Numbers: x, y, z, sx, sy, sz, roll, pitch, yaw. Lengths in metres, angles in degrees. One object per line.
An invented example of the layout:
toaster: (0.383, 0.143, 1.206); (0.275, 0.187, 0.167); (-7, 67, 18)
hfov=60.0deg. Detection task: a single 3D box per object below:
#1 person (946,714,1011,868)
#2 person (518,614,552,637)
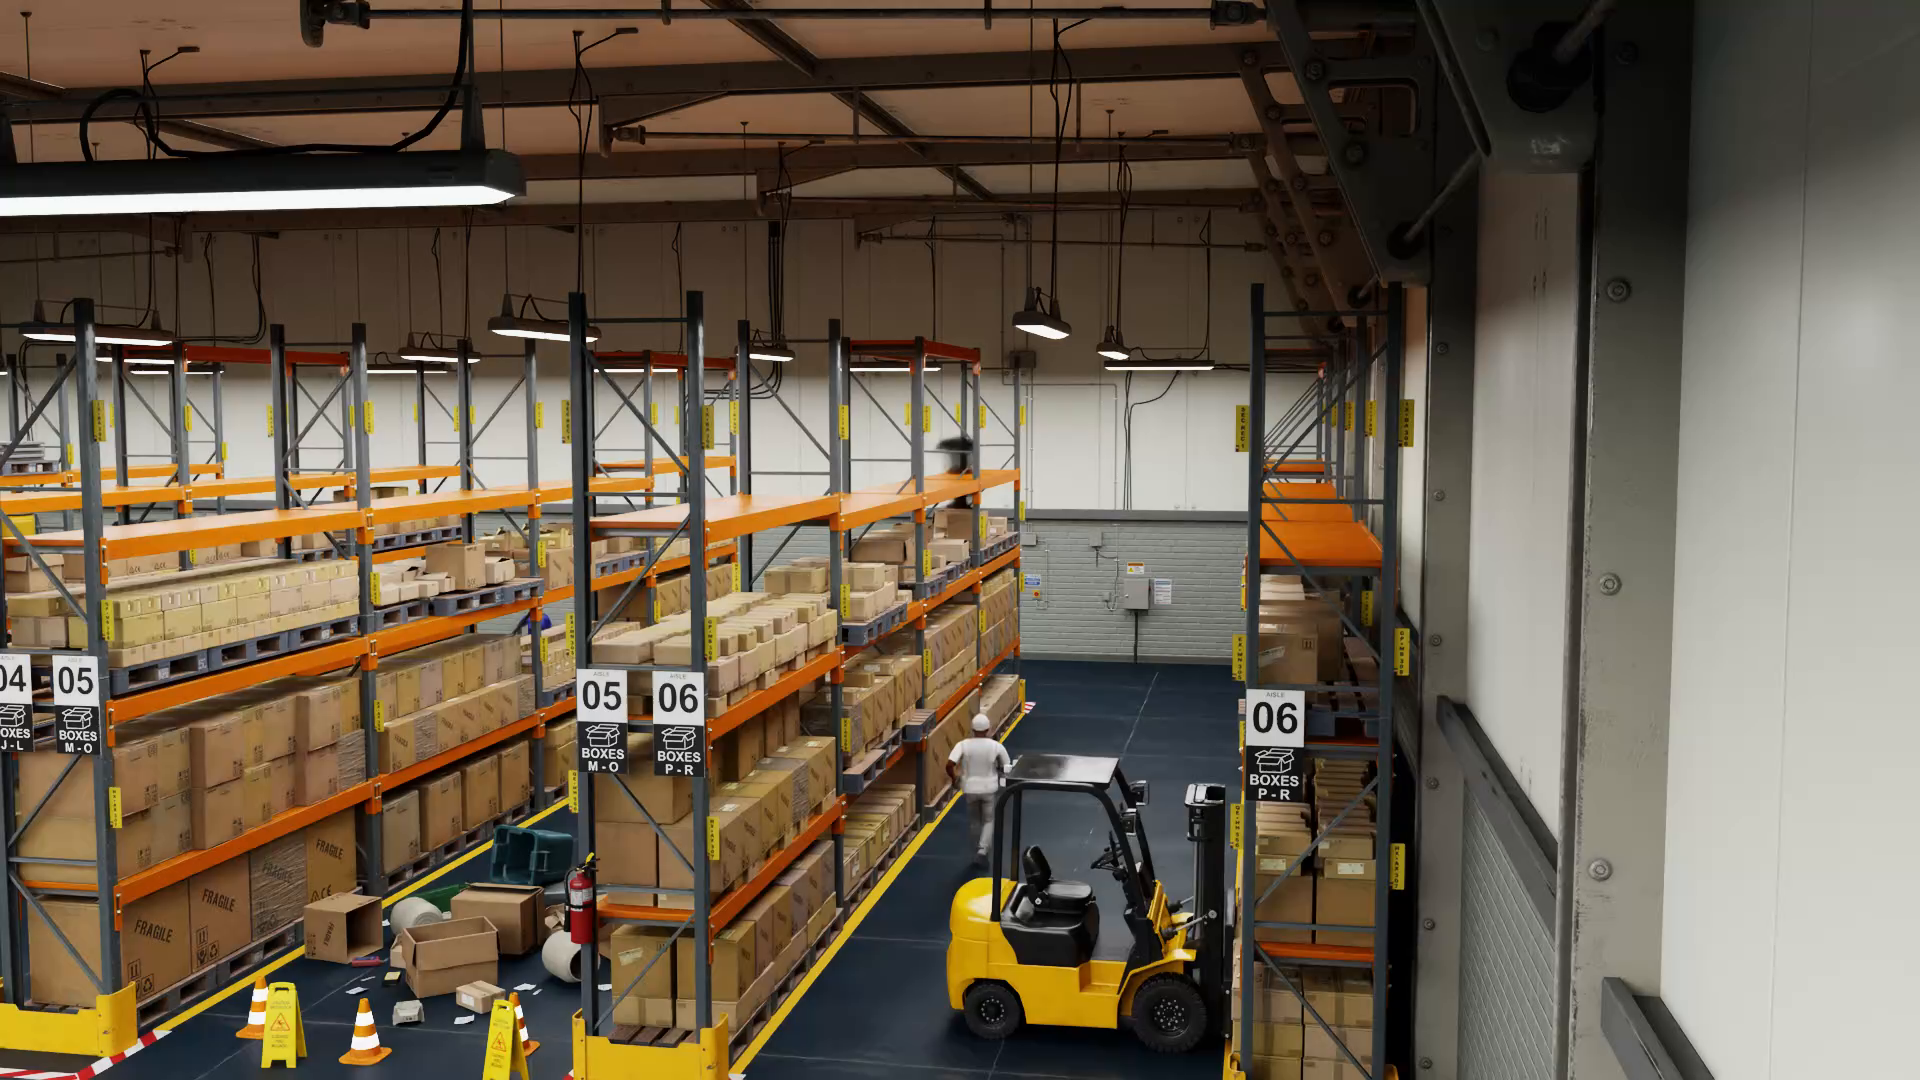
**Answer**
person: (0.226, 2.797, 18.523); (0.710, 1.746, 0.931); (1, 5, 9)
person: (-7.733, 1.922, 30.304); (0.567, 1.653, 0.846); (-3, 6, -34)
